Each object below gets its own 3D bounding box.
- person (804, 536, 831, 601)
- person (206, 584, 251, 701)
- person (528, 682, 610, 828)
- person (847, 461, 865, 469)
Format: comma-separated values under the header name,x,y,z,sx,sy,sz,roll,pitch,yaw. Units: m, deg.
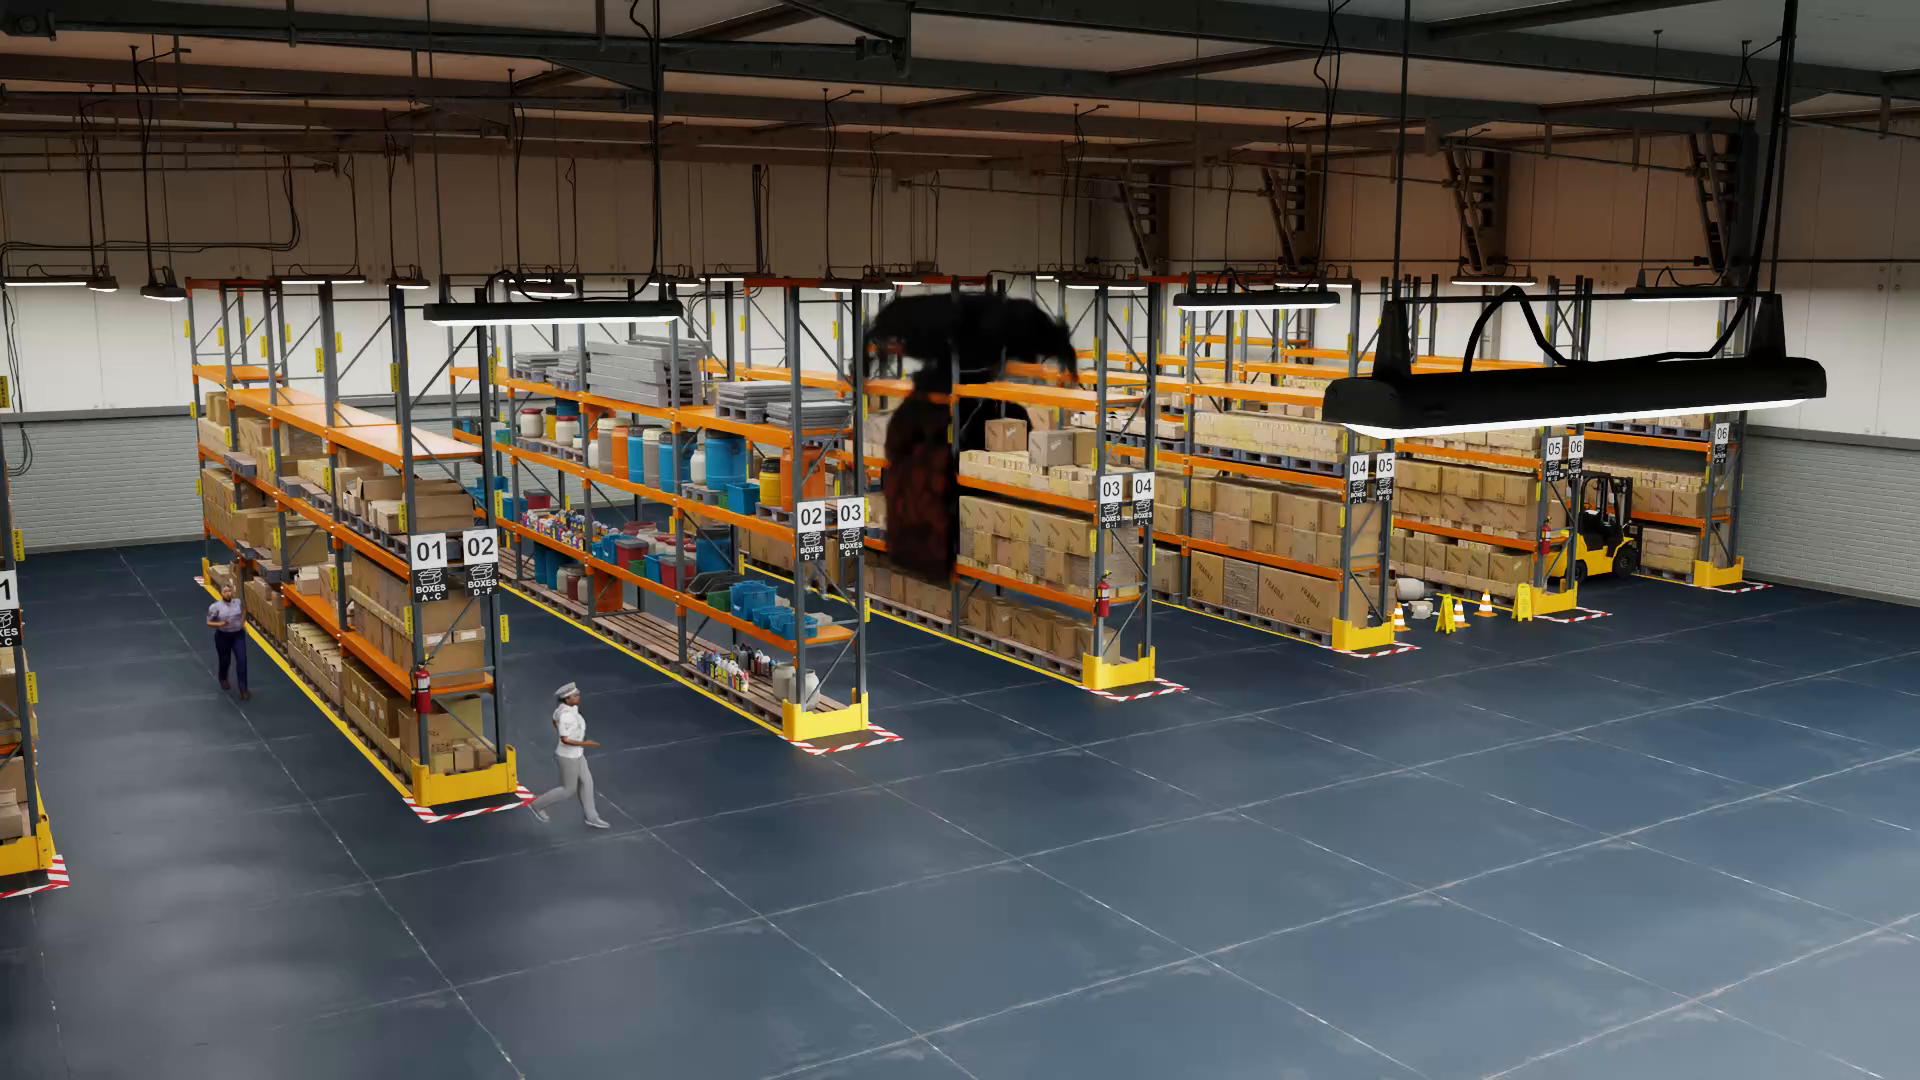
name,x,y,z,sx,sy,sz,roll,pitch,yaw
person,-2.561,0.262,29.940,0.546,1.599,0.734,-7,12,-36
person,-10.677,1.470,24.305,0.604,1.651,0.893,-7,12,-36
person,-4.385,2.424,18.596,0.876,1.711,0.597,-1,10,-7
person,-2.589,-1.500,41.903,0.663,1.681,0.633,5,11,26
